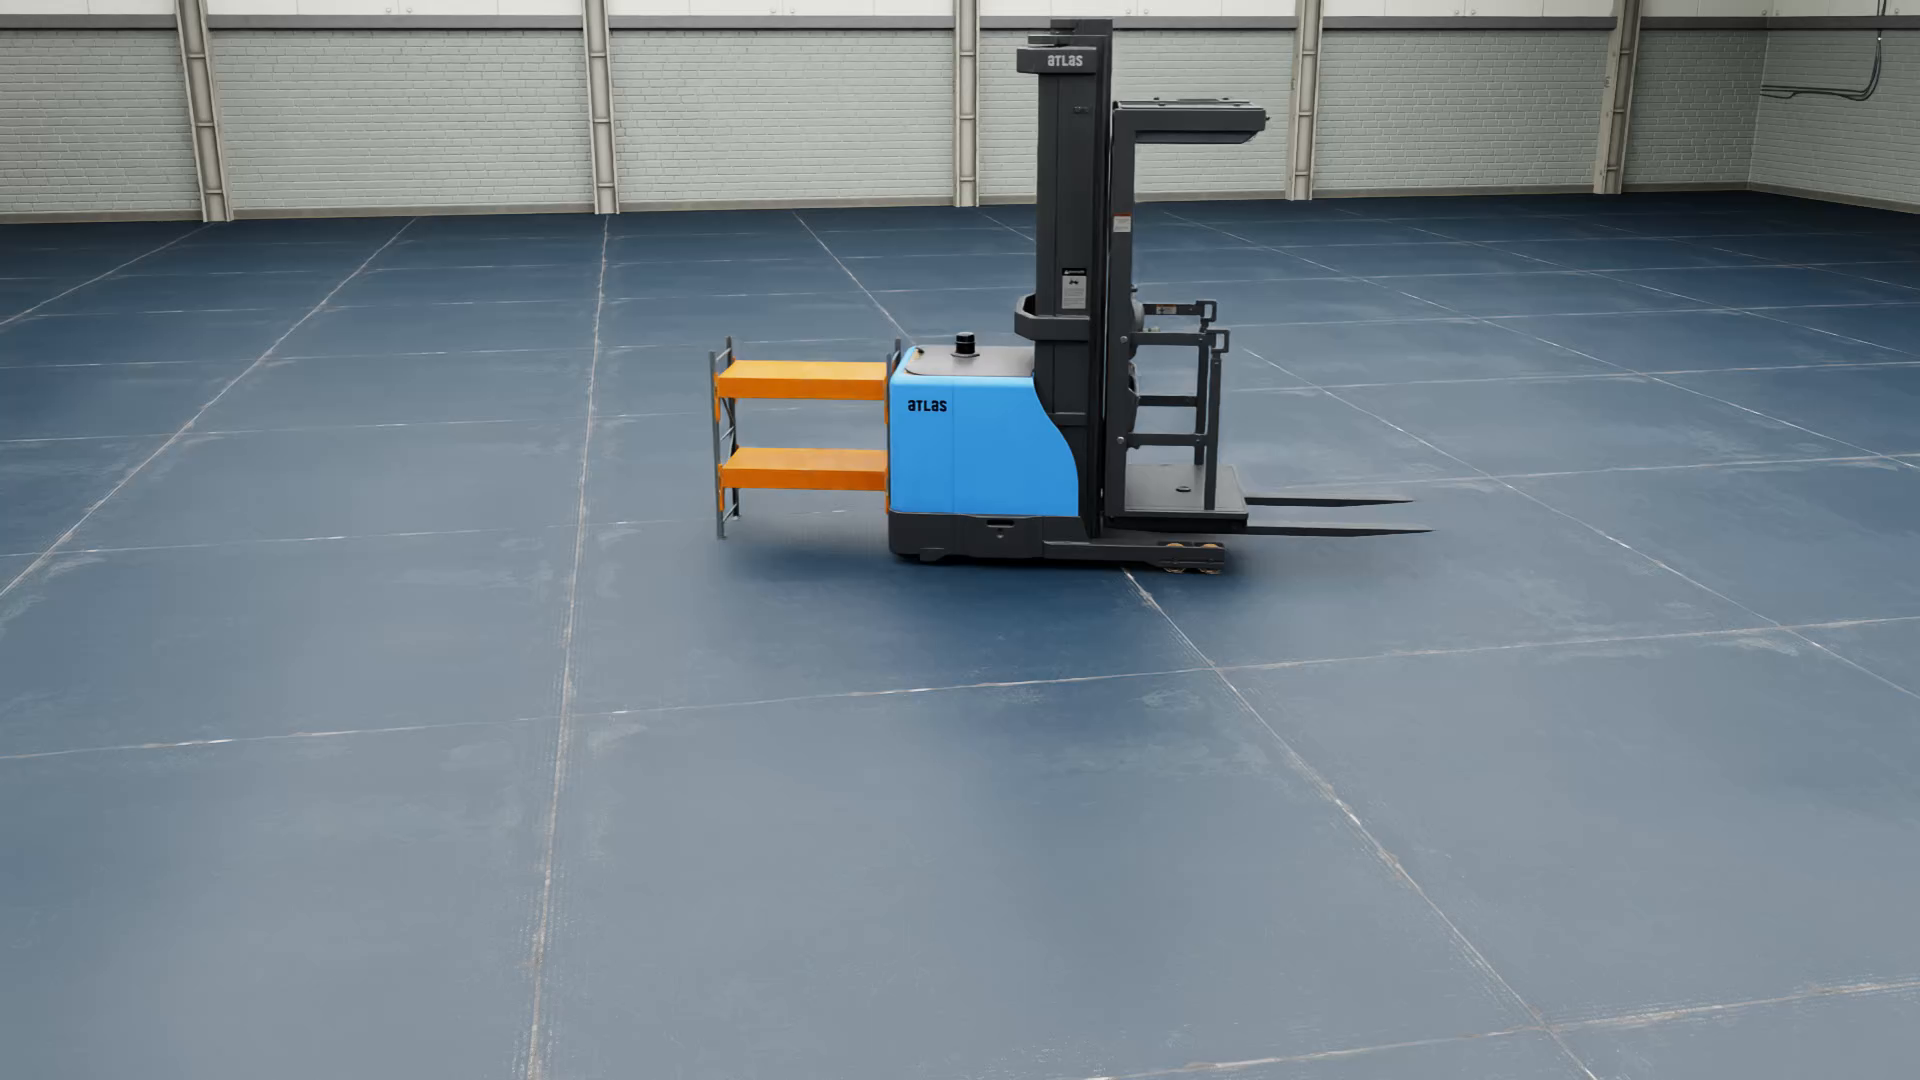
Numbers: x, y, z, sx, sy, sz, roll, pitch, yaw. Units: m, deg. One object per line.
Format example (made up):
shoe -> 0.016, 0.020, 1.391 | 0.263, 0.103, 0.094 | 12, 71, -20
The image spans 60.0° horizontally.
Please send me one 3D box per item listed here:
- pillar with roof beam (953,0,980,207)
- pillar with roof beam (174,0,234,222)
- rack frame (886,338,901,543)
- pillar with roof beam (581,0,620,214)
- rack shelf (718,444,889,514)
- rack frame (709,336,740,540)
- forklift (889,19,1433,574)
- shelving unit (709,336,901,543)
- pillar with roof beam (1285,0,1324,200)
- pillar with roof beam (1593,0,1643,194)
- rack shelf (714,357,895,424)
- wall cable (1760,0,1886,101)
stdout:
pillar with roof beam -> 0.919, -8.766, 23.026 | 0.400, 9.000, 9.100 | -3, 17, -10
pillar with roof beam -> -10.863, -8.098, 20.850 | 0.400, 9.000, 9.100 | -3, 17, -10
rack frame -> -0.385, -0.591, 9.819 | 0.032, 1.125, 0.500 | 1, 17, 4
pillar with roof beam -> -4.972, -8.432, 21.938 | 0.400, 9.000, 9.100 | -3, 17, -10
rack shelf -> -0.892, -0.369, 9.929 | 1.000, 0.278, 0.538 | 1, 17, 4
rack frame -> -1.399, -0.614, 9.895 | 0.032, 1.125, 0.500 | 1, 17, 4
forklift -> 1.144, -1.375, 9.295 | 3.031, 2.935, 1.130 | 1, 17, 4
shelving unit -> -0.892, -0.602, 9.857 | 1.048, 1.125, 0.538 | 1, 17, 4
pillar with roof beam -> 6.811, -9.100, 24.114 | 0.400, 9.000, 9.100 | -3, 17, -10
pillar with roof beam -> 12.702, -9.435, 25.202 | 0.400, 9.000, 9.100 | -3, 17, -10
rack shelf -> -0.892, -0.882, 9.771 | 1.000, 0.278, 0.538 | 1, 17, 4
wall cable -> 15.028, -8.974, 28.992 | 0.112, 2.526, 3.097 | -3, 17, -10
